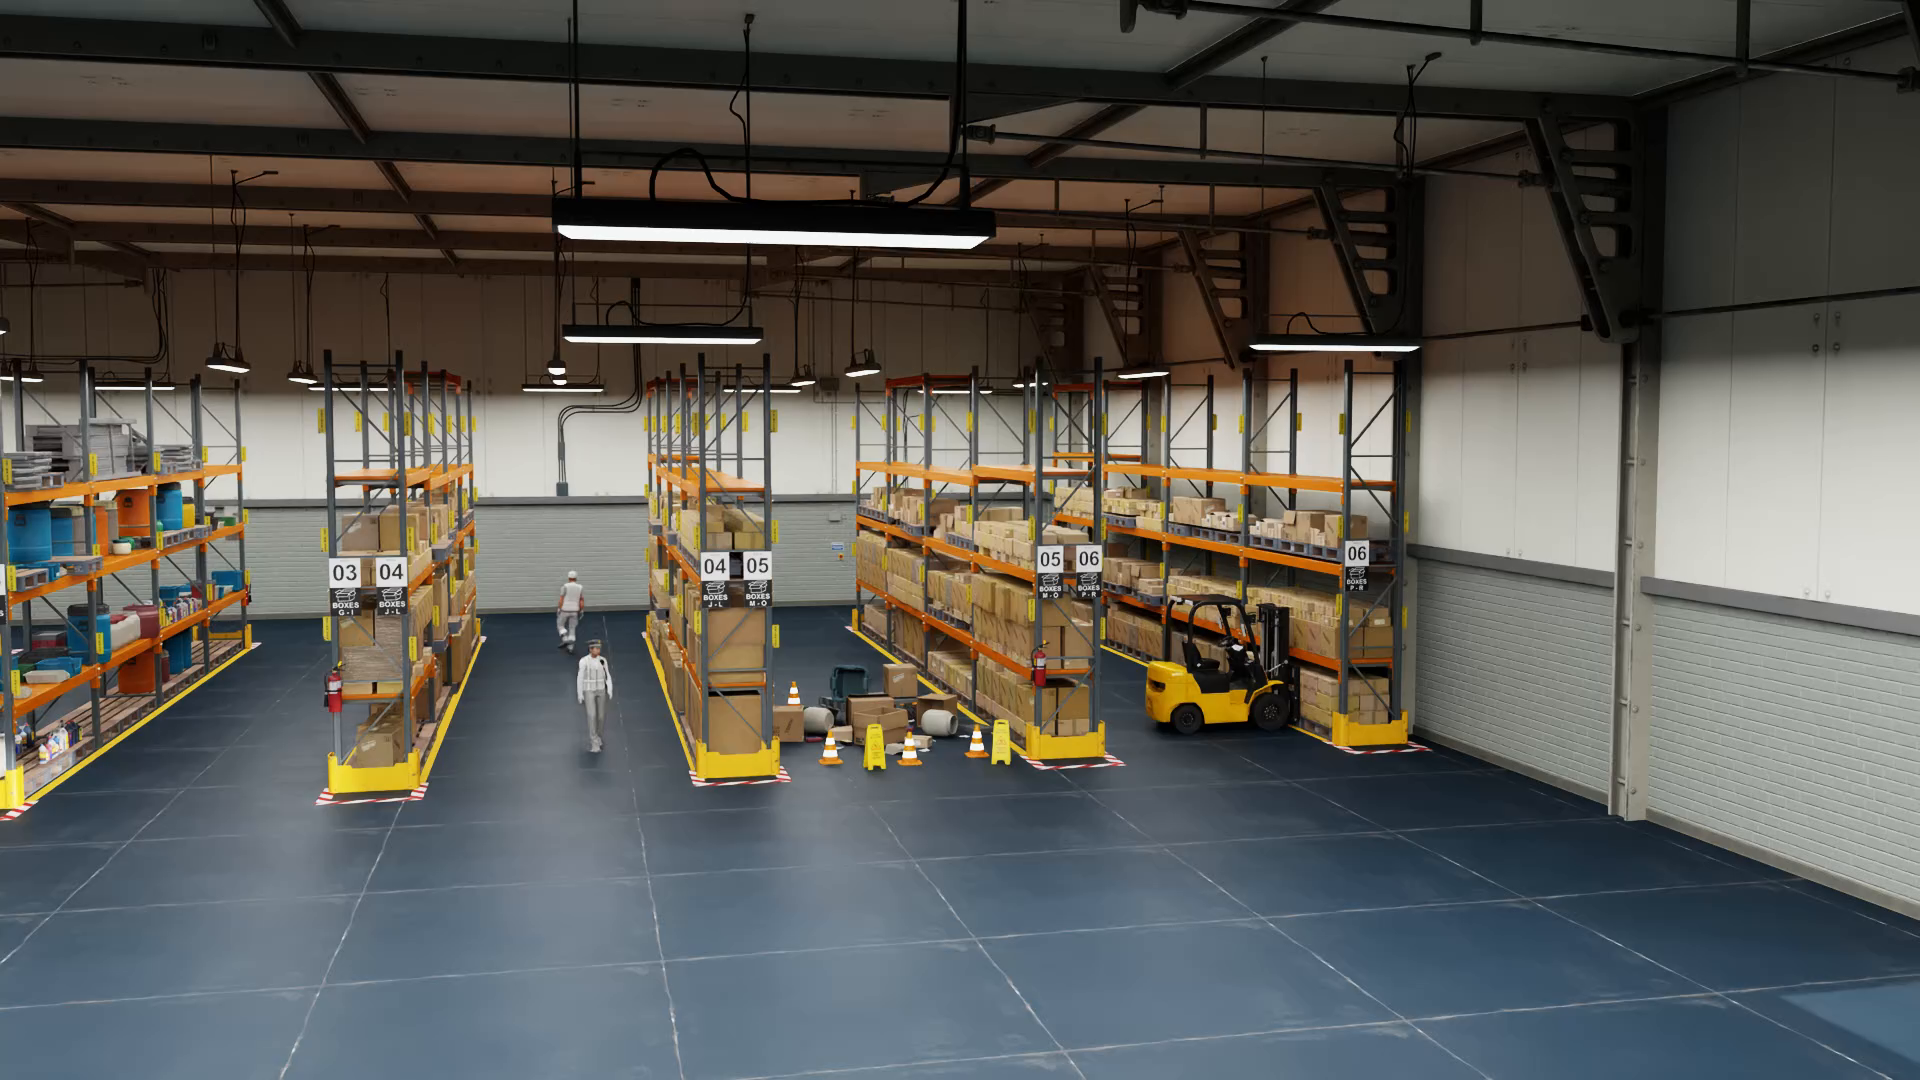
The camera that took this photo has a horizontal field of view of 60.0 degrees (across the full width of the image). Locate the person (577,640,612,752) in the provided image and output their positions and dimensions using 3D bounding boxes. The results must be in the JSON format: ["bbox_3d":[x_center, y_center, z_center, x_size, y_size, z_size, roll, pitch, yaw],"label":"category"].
[{"bbox_3d":[-5.591,2.395,25.695,0.507,1.693,0.654,-3,5,-34],"label":"person"}]

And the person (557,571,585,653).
[{"bbox_3d":[-8.533,1.570,36.421,0.631,1.785,0.480,-2,4,-26],"label":"person"}]
